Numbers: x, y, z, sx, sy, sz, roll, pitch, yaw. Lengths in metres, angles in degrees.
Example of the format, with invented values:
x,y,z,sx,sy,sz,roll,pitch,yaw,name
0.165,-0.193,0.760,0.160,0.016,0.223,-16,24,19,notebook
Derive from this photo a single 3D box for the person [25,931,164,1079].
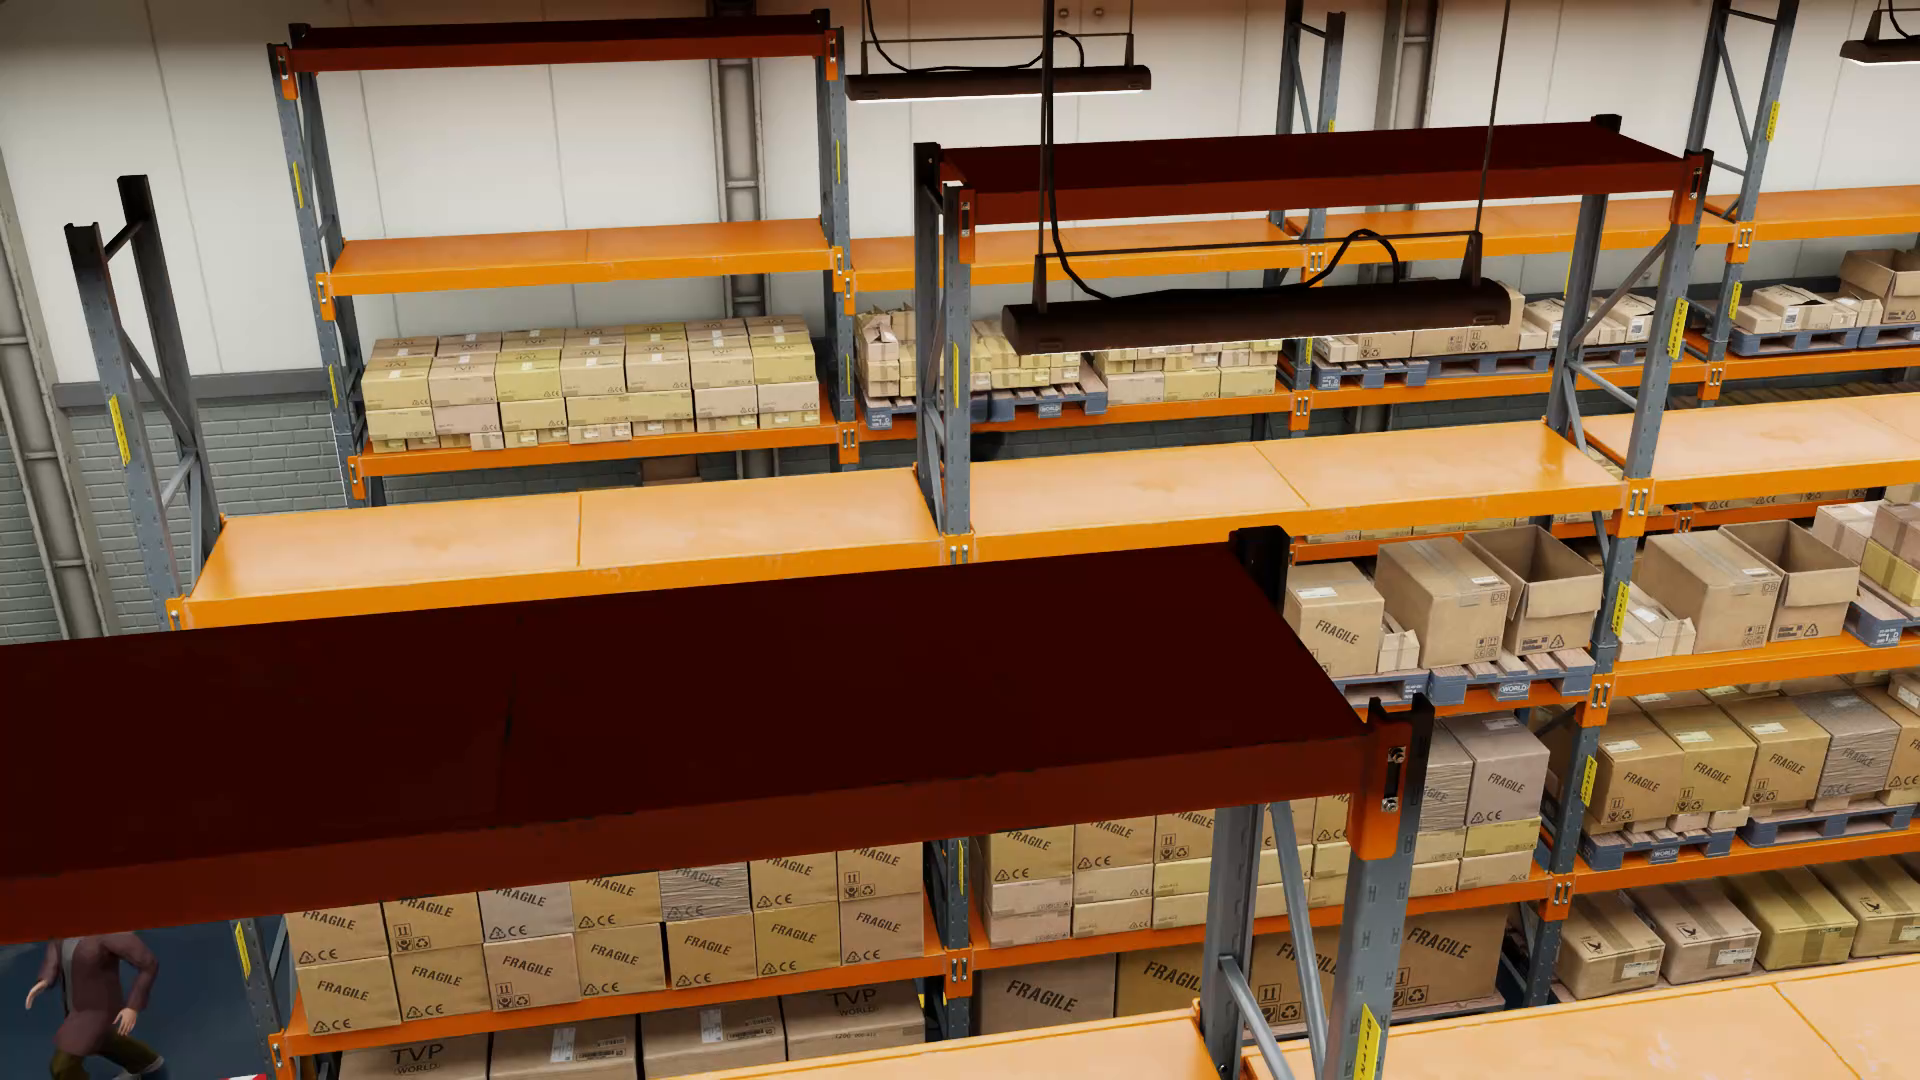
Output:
x,y,z,sx,sy,sz,roll,pitch,yaw,name
-5.387,2.917,10.303,0.759,1.790,0.772,21,33,36,person
